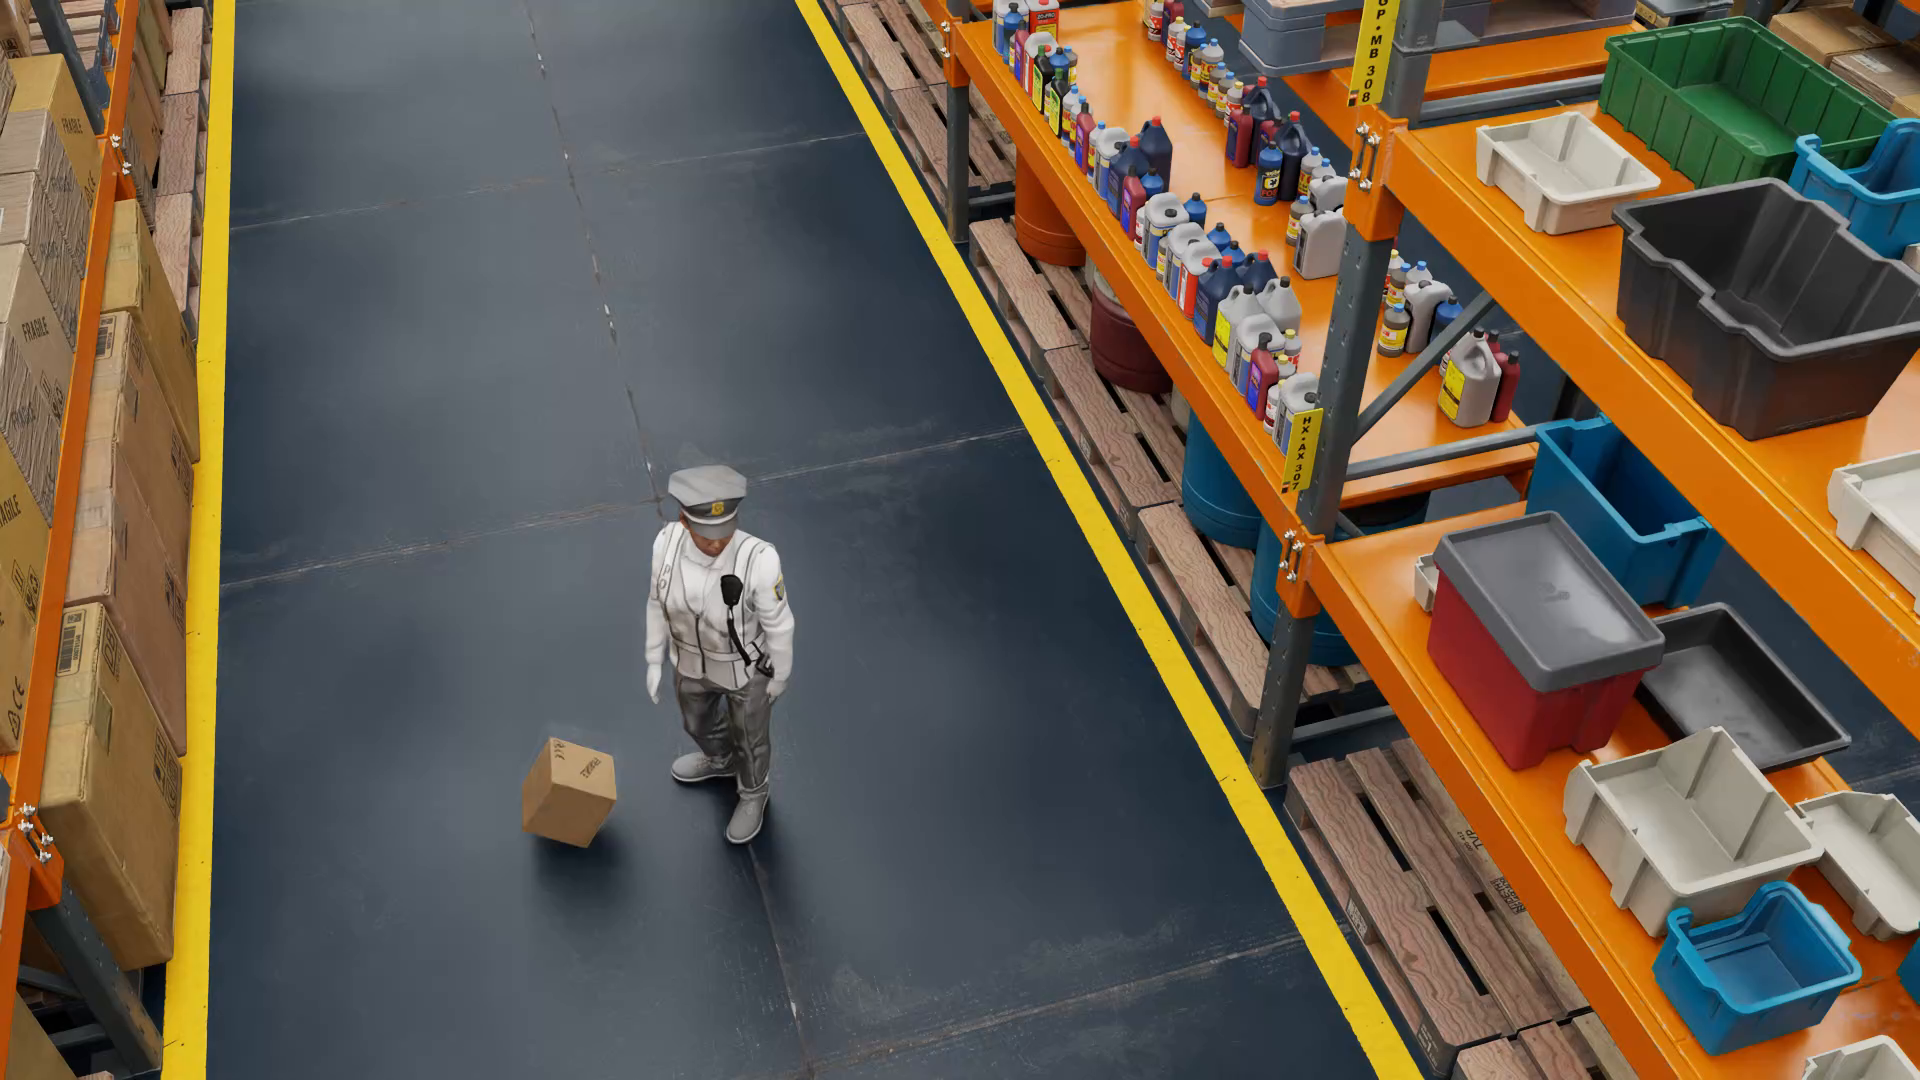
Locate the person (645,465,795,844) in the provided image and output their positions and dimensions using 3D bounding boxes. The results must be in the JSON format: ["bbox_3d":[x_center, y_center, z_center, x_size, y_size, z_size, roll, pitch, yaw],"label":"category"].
[{"bbox_3d":[-0.847,0.399,5.699,0.621,1.673,0.400,14,44,15],"label":"person"}]
